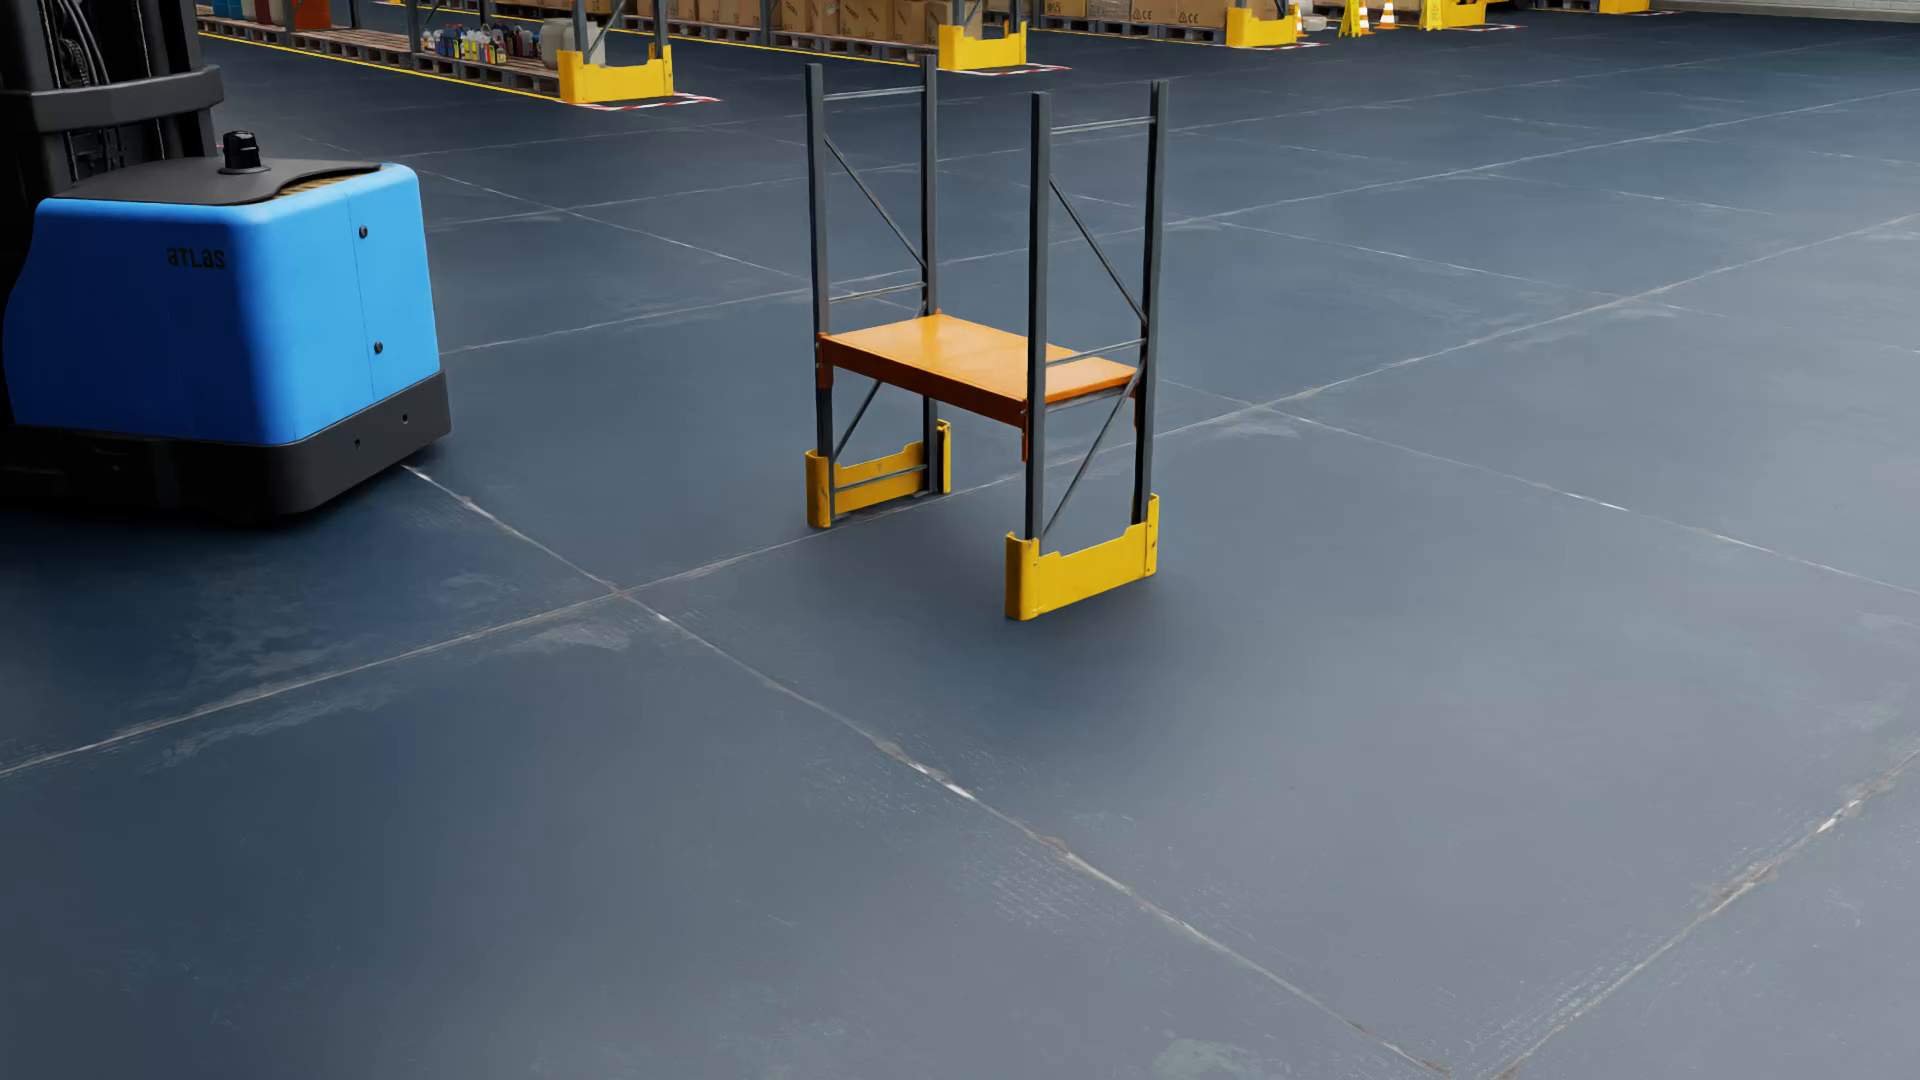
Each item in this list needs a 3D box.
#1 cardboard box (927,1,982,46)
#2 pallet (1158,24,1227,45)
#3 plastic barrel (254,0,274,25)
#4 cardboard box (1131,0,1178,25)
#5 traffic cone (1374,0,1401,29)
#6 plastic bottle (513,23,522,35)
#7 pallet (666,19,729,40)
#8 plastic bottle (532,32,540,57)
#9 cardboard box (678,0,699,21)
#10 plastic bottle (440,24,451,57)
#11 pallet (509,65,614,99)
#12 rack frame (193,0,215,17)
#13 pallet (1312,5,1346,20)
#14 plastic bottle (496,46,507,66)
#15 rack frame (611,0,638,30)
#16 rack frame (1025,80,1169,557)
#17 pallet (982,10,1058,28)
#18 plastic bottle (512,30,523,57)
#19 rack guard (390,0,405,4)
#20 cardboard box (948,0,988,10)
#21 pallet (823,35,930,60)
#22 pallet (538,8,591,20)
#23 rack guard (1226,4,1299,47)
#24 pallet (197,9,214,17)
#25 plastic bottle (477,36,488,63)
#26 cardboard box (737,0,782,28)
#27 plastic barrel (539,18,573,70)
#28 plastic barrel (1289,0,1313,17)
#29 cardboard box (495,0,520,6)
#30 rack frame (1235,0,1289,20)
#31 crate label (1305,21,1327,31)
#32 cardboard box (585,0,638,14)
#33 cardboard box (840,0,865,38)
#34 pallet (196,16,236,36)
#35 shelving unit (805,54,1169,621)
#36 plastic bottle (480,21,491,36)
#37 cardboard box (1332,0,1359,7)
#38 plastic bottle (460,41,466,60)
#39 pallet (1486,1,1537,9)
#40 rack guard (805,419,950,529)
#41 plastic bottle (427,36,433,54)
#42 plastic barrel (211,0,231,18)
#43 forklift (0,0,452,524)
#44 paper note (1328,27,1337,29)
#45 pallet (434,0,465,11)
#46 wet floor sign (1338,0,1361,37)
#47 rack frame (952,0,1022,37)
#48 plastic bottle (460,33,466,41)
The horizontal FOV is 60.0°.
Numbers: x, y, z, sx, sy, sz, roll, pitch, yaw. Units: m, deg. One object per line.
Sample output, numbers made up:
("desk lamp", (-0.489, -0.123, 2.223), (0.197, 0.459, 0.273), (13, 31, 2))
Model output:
("cardboard box", (-0.068, -6.315, 20.346), (0.500, 0.500, 0.500), (-12, 24, -28))
("pallet", (3.569, -7.163, 23.484), (1.003, 0.211, 1.213), (-17, 27, -37))
("plastic barrel", (-9.717, -7.654, 23.643), (0.600, 0.588, 0.708), (-17, 27, -37))
("cardboard box", (3.082, -7.880, 23.827), (0.875, 0.875, 0.875), (-18, 28, -38))
("traffic cone", (6.576, -8.096, 25.521), (0.336, 0.463, 0.334), (-17, 27, -37))
("plastic bottle", (-5.062, -5.753, 19.087), (0.144, 0.351, 0.185), (-18, 27, -38))
("pallet", (-3.594, -7.465, 24.255), (1.003, 0.211, 1.213), (-17, 27, -37))
("plastic bottle", (-4.794, -5.616, 18.846), (0.097, 0.271, 0.097), (0, 21, 0))
("cardboard box", (-3.696, -7.872, 24.295), (0.700, 0.500, 0.500), (-15, 26, -33))
("plastic bottle", (-5.824, -5.682, 18.908), (0.144, 0.351, 0.185), (-17, 27, -36))
("pallet", (-4.037, -4.865, 17.615), (1.003, 0.211, 1.213), (-17, 27, -37))
("rack frame", (-11.258, -9.243, 24.970), (1.000, 3.000, 0.127), (-17, 27, -37))
("pallet", (6.489, -8.758, 27.556), (1.003, 0.211, 1.213), (-17, 27, -37))
("plastic bottle", (-4.956, -5.233, 17.964), (0.097, 0.201, 0.097), (0, 21, 0))
("rack frame", (-4.895, -9.317, 25.159), (1.000, 3.000, 0.127), (-17, 27, -37))
("rack frame", (0.388, -0.534, 4.792), (0.500, 1.500, 0.032), (-17, 27, -37))
("pallet", (0.979, -8.262, 26.288), (1.003, 0.211, 1.213), (-17, 27, -37))
("plastic bottle", (-5.039, -5.650, 18.917), (0.061, 0.283, 0.133), (-17, 27, -37))
("rack guard", (-10.133, -10.370, 31.275), (1.175, 0.500, 0.348), (-17, 27, -37))
("cardboard box", (0.439, -8.930, 26.680), (1.050, 0.750, 0.750), (-17, 27, -37))
("pallet", (-1.018, -6.399, 21.532), (1.003, 0.211, 1.213), (-17, 27, -37))
("pallet", (-6.145, -8.591, 27.129), (1.003, 0.211, 1.213), (-17, 27, -37))
("rack guard", (4.166, -7.089, 22.898), (1.175, 0.500, 0.348), (-17, 27, -37))
("pallet", (-11.768, -8.139, 25.974), (1.003, 0.211, 1.213), (-17, 27, -37))
("plastic bottle", (-5.191, -5.382, 18.243), (0.152, 0.276, 0.135), (-18, 28, -39))
("cardboard box", (-2.669, -7.428, 23.159), (0.500, 0.500, 0.700), (20, 29, 41))
("plastic barrel", (-4.240, -5.267, 17.654), (0.421, 0.512, 0.421), (0, 21, 0))
("plastic barrel", (5.339, -8.477, 26.545), (0.512, 0.421, 0.421), (0, 21, -1))
("cardboard box", (-7.073, -9.456, 27.852), (1.225, 0.875, 0.875), (-17, 27, -37))
("rack frame", (4.150, -8.260, 22.459), (1.000, 3.000, 0.127), (-17, 27, -37))
("crate label", (5.397, -7.789, 25.183), (0.298, 0.136, 0.250), (7, 23, 18))
("cardboard box", (-5.330, -8.719, 25.969), (1.225, 0.875, 0.875), (-19, 28, -40))
("cardboard box", (-1.209, -6.814, 21.620), (0.500, 0.500, 0.500), (19, 29, 40))
("pallet", (-10.786, -7.722, 24.909), (1.003, 0.211, 1.213), (-17, 27, -37))
("shelving unit", (0.050, -0.677, 5.157), (0.587, 1.500, 1.083), (-17, 27, -37))
("plastic bottle", (-5.507, -5.861, 19.363), (0.144, 0.351, 0.185), (-17, 27, -37))
("cardboard box", (6.425, -8.829, 27.106), (0.500, 0.250, 0.500), (-19, 28, -39))
("plastic bottle", (-5.534, -5.477, 18.588), (0.097, 0.201, 0.097), (0, 21, 0))
("pallet", (10.269, -9.888, 30.441), (1.003, 0.211, 1.213), (-17, 27, -37))
("rack guard", (-0.275, -0.233, 5.736), (0.587, 0.250, 0.087), (-17, 27, -37))
("plastic bottle", (-6.094, -5.714, 19.194), (0.097, 0.201, 0.097), (0, 21, 0))
("plastic barrel", (-10.916, -8.307, 24.882), (0.600, 0.901, 0.708), (-17, 27, -37))
("forklift", (-3.518, -1.692, 5.784), (3.031, 2.935, 1.130), (5, 22, 13))
("paper note", (5.709, -7.871, 25.537), (0.142, 0.019, 0.148), (12, 24, 27))
("pallet", (-8.744, -9.690, 29.934), (1.003, 0.211, 1.213), (-17, 27, -37))
("wet floor sign", (5.669, -7.627, 24.071), (0.232, 0.644, 0.267), (17, 27, 36))
("rack frame", (0.327, -7.107, 19.516), (1.000, 3.000, 0.127), (-17, 27, -37))
("plastic bottle", (-5.576, -5.562, 18.708), (0.097, 0.271, 0.097), (0, 21, 0))
